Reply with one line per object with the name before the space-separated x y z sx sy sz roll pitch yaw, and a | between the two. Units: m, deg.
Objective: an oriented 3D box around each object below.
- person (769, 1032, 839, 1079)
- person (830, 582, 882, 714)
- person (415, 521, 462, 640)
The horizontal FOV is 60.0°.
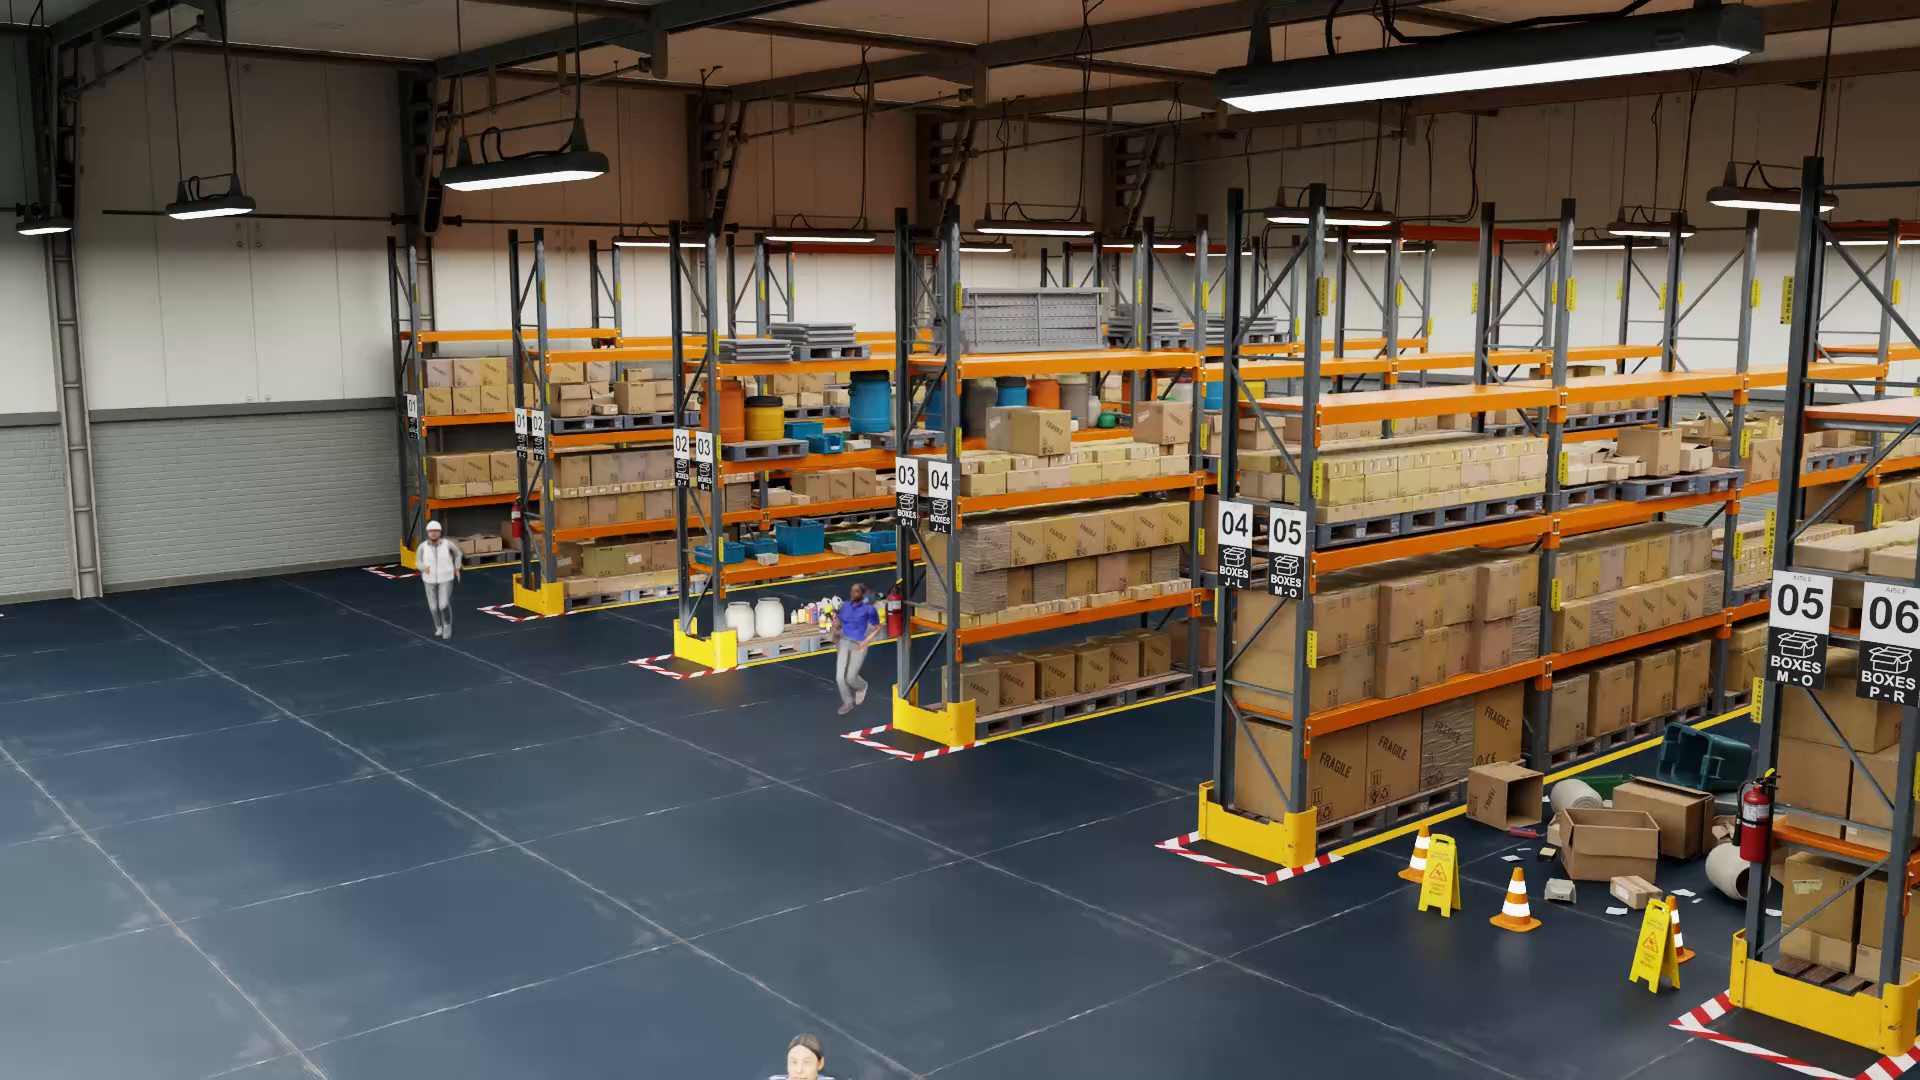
person | -0.698 3.147 8.005 0.595 1.690 0.789 0 9 3
person | -1.263 1.301 19.950 0.601 1.603 0.583 5 10 28
person | -7.581 0.592 24.168 0.625 1.758 0.768 -1 9 -8
